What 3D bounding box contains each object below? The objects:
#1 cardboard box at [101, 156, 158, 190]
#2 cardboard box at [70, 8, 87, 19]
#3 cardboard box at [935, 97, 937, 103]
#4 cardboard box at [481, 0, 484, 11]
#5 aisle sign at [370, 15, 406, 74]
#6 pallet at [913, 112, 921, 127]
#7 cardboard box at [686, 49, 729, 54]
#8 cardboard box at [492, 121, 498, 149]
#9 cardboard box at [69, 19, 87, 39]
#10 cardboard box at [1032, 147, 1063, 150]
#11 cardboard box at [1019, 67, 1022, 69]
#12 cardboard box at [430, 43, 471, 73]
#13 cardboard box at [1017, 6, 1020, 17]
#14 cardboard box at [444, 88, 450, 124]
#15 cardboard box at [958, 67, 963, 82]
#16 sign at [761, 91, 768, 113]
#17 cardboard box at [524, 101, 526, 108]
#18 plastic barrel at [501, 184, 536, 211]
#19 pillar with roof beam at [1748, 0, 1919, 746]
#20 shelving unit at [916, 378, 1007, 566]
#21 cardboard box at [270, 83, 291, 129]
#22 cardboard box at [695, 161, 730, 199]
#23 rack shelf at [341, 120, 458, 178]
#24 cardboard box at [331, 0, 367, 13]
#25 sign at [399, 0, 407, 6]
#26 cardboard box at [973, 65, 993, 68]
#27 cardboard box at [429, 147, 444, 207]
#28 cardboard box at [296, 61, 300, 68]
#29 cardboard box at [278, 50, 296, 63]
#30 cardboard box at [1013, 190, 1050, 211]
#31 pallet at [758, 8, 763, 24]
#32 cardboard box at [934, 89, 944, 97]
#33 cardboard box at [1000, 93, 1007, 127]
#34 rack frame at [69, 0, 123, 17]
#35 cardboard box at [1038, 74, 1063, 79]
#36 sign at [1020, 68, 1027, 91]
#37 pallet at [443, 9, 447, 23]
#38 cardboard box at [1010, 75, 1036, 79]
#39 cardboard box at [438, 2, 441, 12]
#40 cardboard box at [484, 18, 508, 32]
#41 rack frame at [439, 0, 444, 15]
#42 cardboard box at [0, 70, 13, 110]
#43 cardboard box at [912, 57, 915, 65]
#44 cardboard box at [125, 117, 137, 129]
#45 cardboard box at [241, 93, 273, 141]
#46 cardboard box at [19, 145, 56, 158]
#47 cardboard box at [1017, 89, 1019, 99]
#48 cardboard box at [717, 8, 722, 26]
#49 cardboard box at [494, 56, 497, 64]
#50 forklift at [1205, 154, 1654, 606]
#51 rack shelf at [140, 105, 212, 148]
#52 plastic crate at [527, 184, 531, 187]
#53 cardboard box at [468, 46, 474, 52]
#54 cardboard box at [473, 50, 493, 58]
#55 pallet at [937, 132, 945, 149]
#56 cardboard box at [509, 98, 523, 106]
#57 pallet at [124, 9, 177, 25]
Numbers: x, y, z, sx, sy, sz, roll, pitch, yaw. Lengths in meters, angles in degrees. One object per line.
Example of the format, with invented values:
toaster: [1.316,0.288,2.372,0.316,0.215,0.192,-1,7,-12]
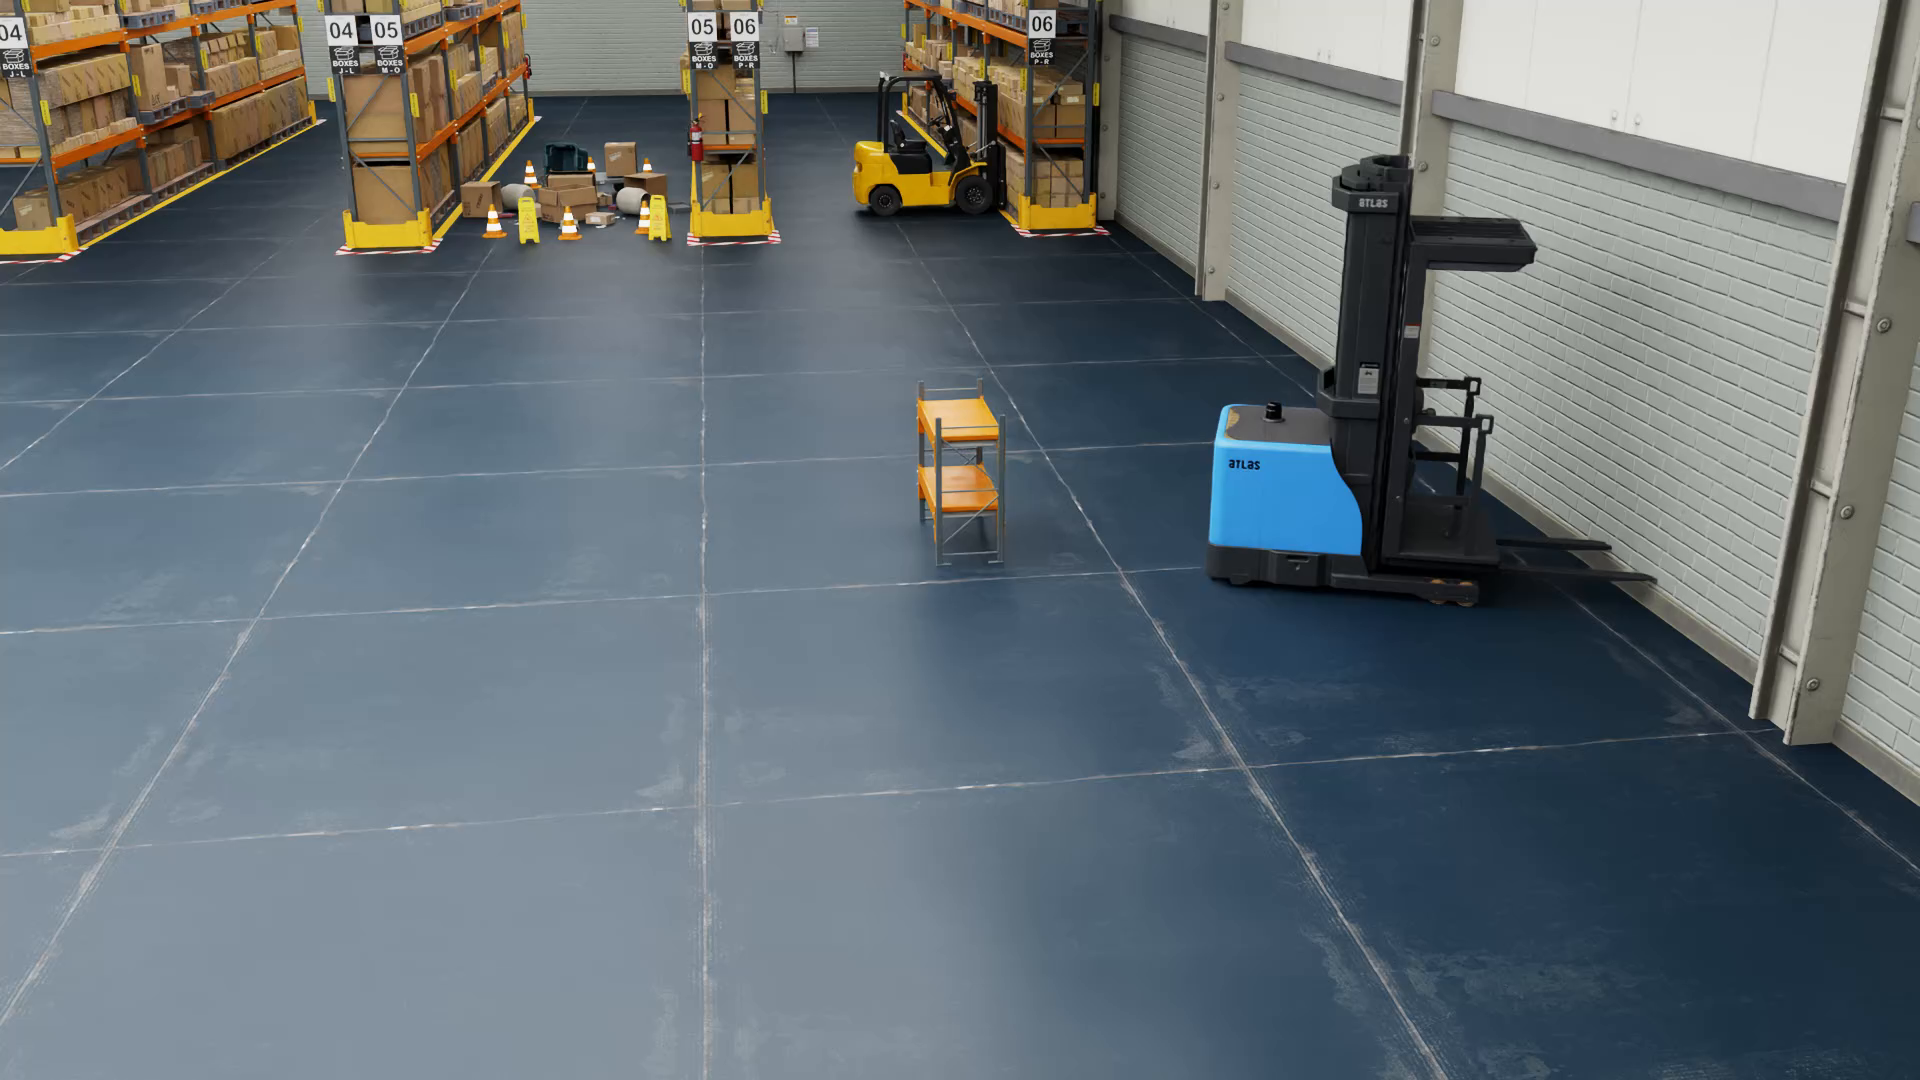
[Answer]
cardboard box: [-13.867,-6.128,27.781,0.700,0.500,0.500,-5,21,-12]
cardboard box: [-13.272,-7.847,24.797,0.380,0.149,0.250,-2,21,-5]
cardboard box: [-0.331,-9.501,35.912,0.380,0.149,0.250,-3,21,-9]
cardboard box: [-9.352,-10.316,31.618,0.500,0.500,0.500,-3,21,-8]
aisle sign: [-7.994,-6.918,23.236,0.394,0.787,0.004,-3,21,-8]
pallet: [-0.513,-9.756,38.535,1.003,0.211,1.213,-3,21,-8]
cardboard box: [-4.093,-7.693,27.029,0.700,0.500,0.500,-3,21,-7]
cardboard box: [-9.379,-7.937,32.652,0.500,0.500,0.500,-3,21,-7]
cardboard box: [-13.265,-7.539,24.542,0.500,0.250,0.500,-2,21,-6]
cardboard box: [1.408,-6.323,27.260,0.500,0.250,0.500,-3,21,-9]
cardboard box: [1.000,-8.384,29.806,0.380,0.149,0.250,-3,21,-8]
cardboard box: [-9.399,-8.839,30.523,0.700,0.500,0.500,-3,21,-8]
cardboard box: [1.074,-8.049,25.308,0.380,0.149,0.250,-4,21,-9]
cardboard box: [-8.812,-7.038,27.058,0.875,0.550,0.550,-3,21,-8]
cardboard box: [0.234,-8.840,31.599,0.500,0.250,0.500,-2,21,-6]
sign: [-2.880,-6.427,24.401,0.100,0.325,0.005,-3,21,-8]
cardboard box: [-10.249,-10.082,38.471,0.380,0.149,0.250,-3,21,-9]
plastic barrel: [-7.196,-5.572,27.031,0.512,0.421,0.421,12,24,30]
pillar with roof beam: [0.621,-2.894,7.602,9.100,9.000,0.400,-3,21,-8]
shelving unit: [-0.001,-0.529,12.526,0.538,1.125,1.048,-3,21,-8]
cardboard box: [-15.099,-9.395,36.020,0.875,0.875,0.875,-3,21,-8]
cardboard box: [-3.791,-5.519,25.462,0.500,0.500,0.500,-3,21,-7]
rack shelf: [-8.589,-6.065,25.696,1.077,0.370,4.000,-3,21,-8]
cardboard box: [-8.648,-7.583,23.491,0.500,0.250,0.500,-3,21,-7]
sign: [-7.751,-7.587,23.094,0.100,0.325,0.005,-3,21,-8]
cardboard box: [0.435,-8.530,30.197,0.380,0.149,0.250,-3,21,-7]
cardboard box: [-8.722,-5.763,26.295,0.875,0.875,0.875,-3,21,-7]
cardboard box: [-15.114,-10.720,37.490,0.380,0.149,0.250,-3,21,-7]
cardboard box: [-15.125,-10.773,37.063,0.500,0.250,0.500,-3,21,-9]
cardboard box: [1.114,-5.301,25.953,0.500,0.250,0.500,-3,21,-7]
pallet: [-3.977,-8.916,28.281,1.213,0.211,1.003,-3,21,-8]
cardboard box: [-0.362,-9.645,35.872,0.380,0.149,0.250,-4,21,-10]
cardboard box: [0.940,-6.981,26.977,0.500,0.500,0.500,-3,21,-7]
rack frame: [-13.800,-9.690,25.799,1.000,3.000,0.127,-3,21,-8]
cardboard box: [1.463,-7.400,26.747,0.380,0.149,0.250,-3,21,-7]
sign: [0.955,-6.877,24.848,0.100,0.325,0.005,-3,21,-8]
pallet: [-9.058,-8.725,27.776,0.805,0.209,1.217,-4,21,-10]
cardboard box: [1.007,-7.380,26.694,0.380,0.149,0.250,-3,21,-7]
cardboard box: [-8.508,-8.516,26.558,0.380,0.149,0.250,-3,21,-8]
cardboard box: [-9.944,-10.866,35.526,0.500,0.500,0.500,-4,21,-9]
rack frame: [-8.877,-9.905,26.375,1.000,3.000,0.127,-3,21,-8]
cardboard box: [-13.547,-6.327,23.372,0.500,0.500,0.500,-3,21,-8]
cardboard box: [-0.900,-11.092,38.486,0.380,0.149,0.250,-4,21,-9]
cardboard box: [-13.478,-6.702,26.733,0.380,0.149,0.250,-3,21,-8]
cardboard box: [-14.841,-8.630,33.972,1.225,0.875,0.875,-3,21,-8]
cardboard box: [-13.029,-5.488,23.481,0.380,0.149,0.250,-3,21,-8]
cardboard box: [1.100,-6.969,26.018,0.380,0.149,0.250,-3,21,-8]
cardboard box: [-3.815,-7.807,24.834,0.500,0.250,0.500,-3,21,-8]
cardboard box: [-9.739,-9.864,34.173,0.380,0.149,0.250,-3,21,-7]
forklift: [3.326,-1.118,11.519,3.031,2.935,1.130,4,21,11]
rack shelf: [-14.088,-7.235,28.828,1.077,0.370,4.000,-3,21,-8]
plastic crate: [-7.556,-5.810,27.922,0.450,0.188,0.662,-2,18,24]
cardboard box: [-10.380,-10.204,35.181,0.500,0.500,0.500,-3,21,-8]
cardboard box: [-9.667,-9.820,33.629,0.380,0.149,0.250,-3,21,-8]
pallet: [0.098,-8.391,34.882,1.003,0.211,1.213,-3,21,-8]
cardboard box: [-10.069,-9.863,37.460,0.380,0.149,0.250,-2,21,-6]
pallet: [-13.936,-8.775,27.904,1.213,0.211,1.003,-3,21,-8]
